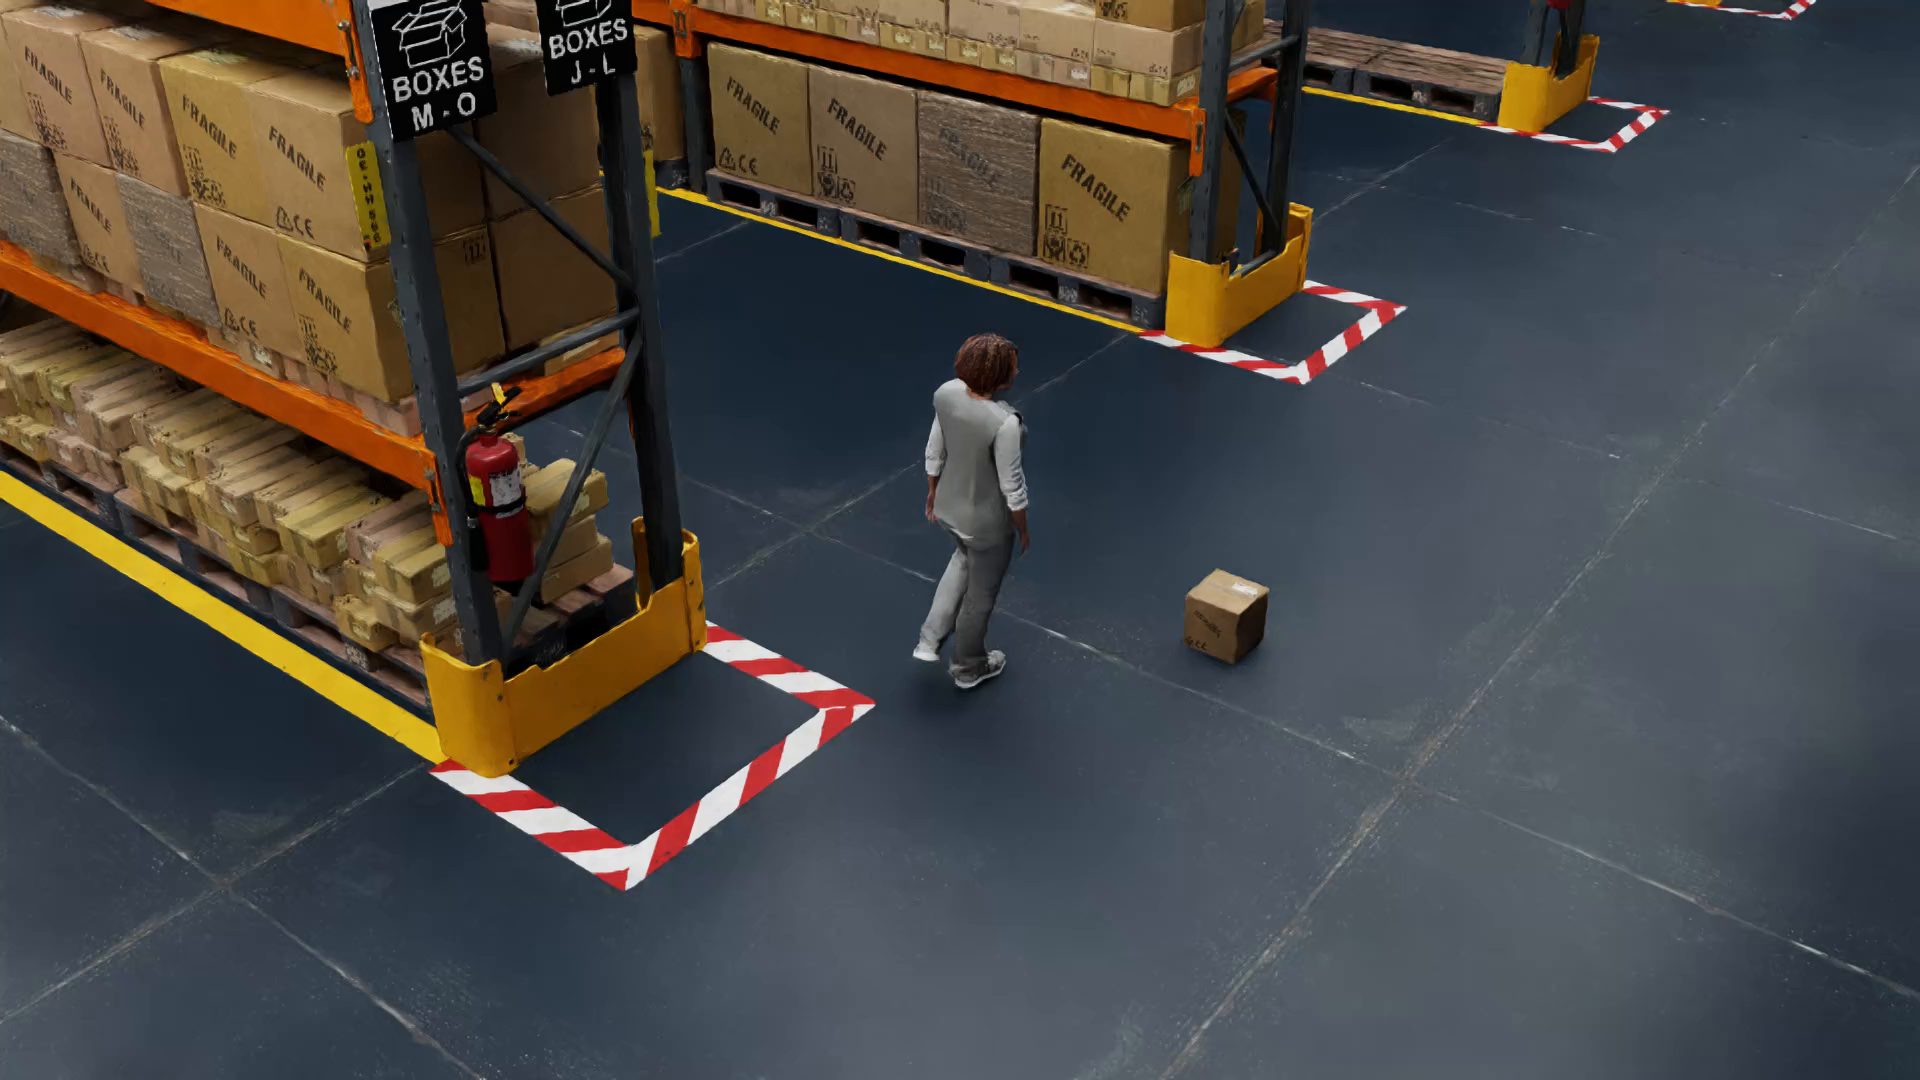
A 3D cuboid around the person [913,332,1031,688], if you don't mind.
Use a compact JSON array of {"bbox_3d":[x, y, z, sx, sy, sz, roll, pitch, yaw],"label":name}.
[{"bbox_3d":[0.062,-0.099,6.281,0.396,1.591,0.528,-27,41,-37],"label":"person"}]
